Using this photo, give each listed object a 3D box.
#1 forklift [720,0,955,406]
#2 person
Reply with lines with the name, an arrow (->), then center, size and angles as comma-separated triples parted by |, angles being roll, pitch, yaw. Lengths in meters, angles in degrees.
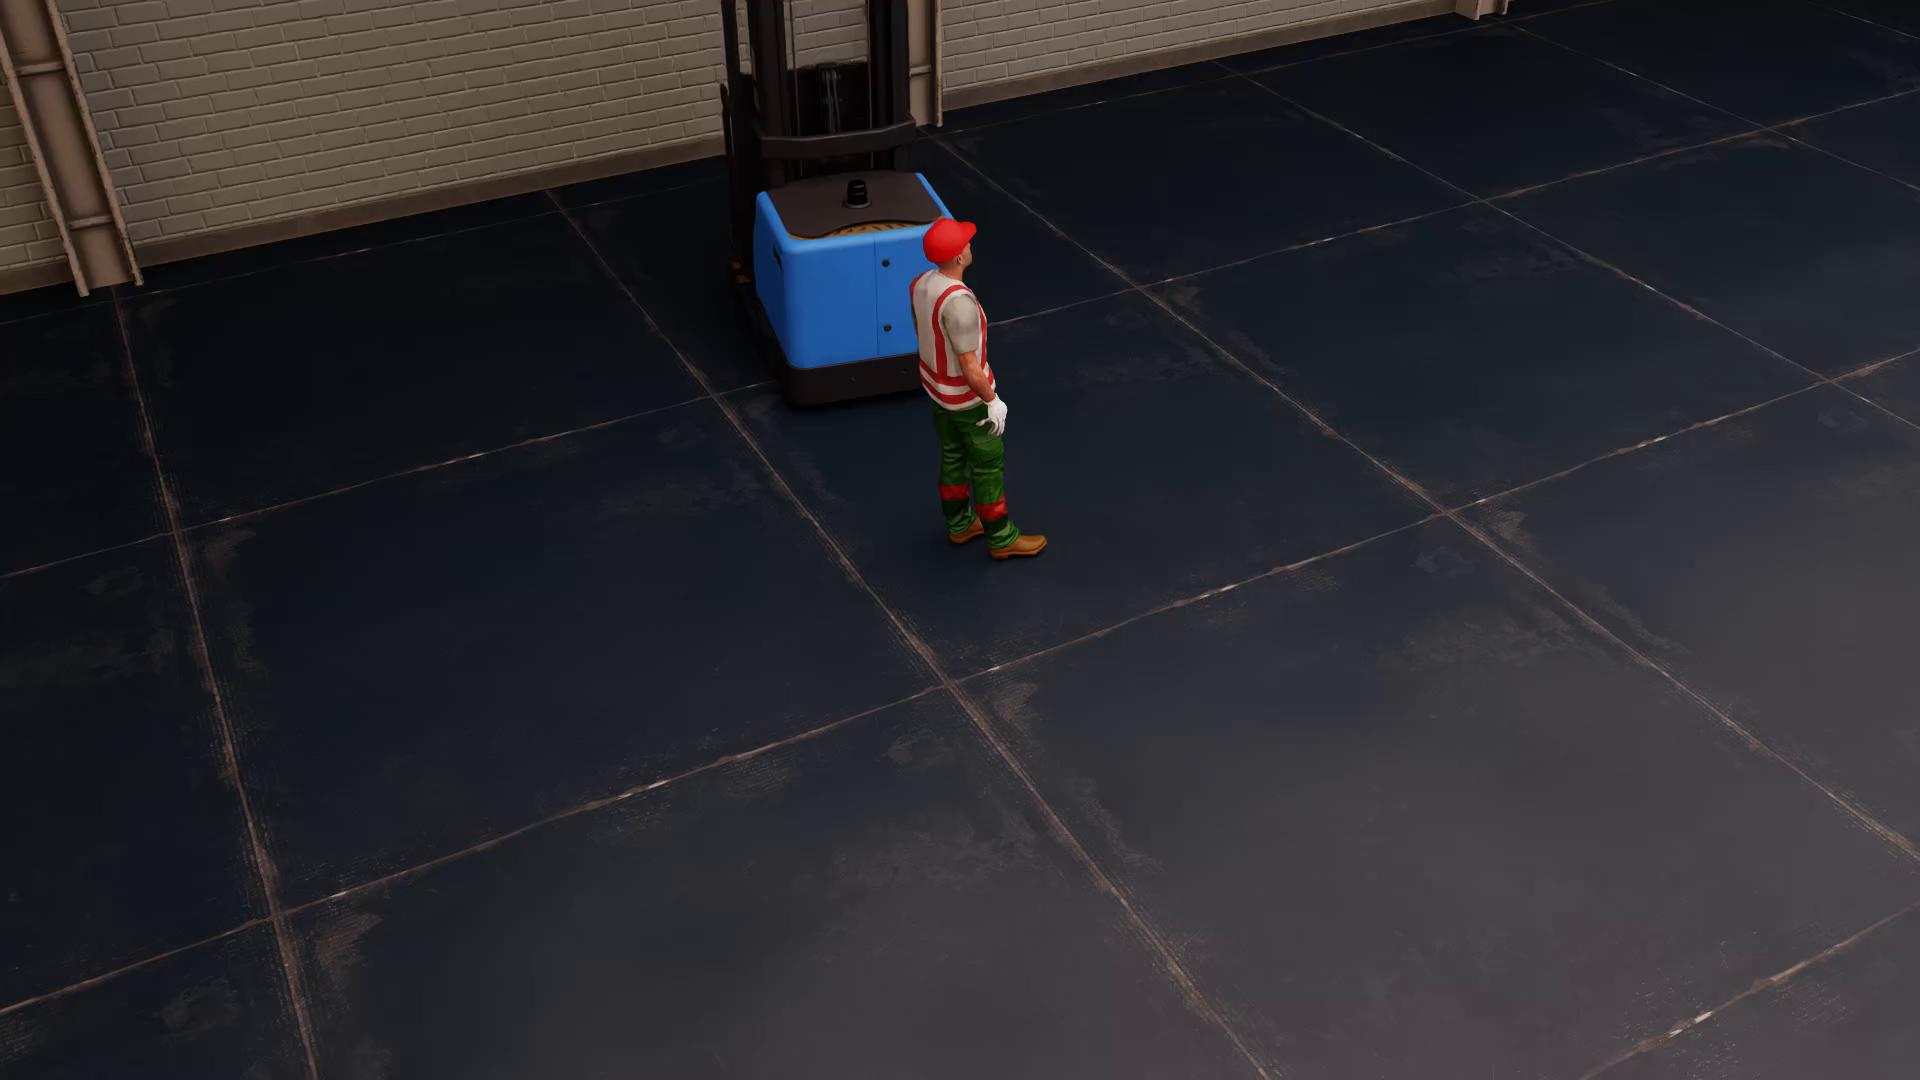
forklift -> -0.909, -2.826, 10.120 | 1.130, 2.935, 3.031 | -10, 36, -14
person -> 0.076, -0.752, 8.164 | 0.564, 1.787, 0.638 | -17, 39, -23
